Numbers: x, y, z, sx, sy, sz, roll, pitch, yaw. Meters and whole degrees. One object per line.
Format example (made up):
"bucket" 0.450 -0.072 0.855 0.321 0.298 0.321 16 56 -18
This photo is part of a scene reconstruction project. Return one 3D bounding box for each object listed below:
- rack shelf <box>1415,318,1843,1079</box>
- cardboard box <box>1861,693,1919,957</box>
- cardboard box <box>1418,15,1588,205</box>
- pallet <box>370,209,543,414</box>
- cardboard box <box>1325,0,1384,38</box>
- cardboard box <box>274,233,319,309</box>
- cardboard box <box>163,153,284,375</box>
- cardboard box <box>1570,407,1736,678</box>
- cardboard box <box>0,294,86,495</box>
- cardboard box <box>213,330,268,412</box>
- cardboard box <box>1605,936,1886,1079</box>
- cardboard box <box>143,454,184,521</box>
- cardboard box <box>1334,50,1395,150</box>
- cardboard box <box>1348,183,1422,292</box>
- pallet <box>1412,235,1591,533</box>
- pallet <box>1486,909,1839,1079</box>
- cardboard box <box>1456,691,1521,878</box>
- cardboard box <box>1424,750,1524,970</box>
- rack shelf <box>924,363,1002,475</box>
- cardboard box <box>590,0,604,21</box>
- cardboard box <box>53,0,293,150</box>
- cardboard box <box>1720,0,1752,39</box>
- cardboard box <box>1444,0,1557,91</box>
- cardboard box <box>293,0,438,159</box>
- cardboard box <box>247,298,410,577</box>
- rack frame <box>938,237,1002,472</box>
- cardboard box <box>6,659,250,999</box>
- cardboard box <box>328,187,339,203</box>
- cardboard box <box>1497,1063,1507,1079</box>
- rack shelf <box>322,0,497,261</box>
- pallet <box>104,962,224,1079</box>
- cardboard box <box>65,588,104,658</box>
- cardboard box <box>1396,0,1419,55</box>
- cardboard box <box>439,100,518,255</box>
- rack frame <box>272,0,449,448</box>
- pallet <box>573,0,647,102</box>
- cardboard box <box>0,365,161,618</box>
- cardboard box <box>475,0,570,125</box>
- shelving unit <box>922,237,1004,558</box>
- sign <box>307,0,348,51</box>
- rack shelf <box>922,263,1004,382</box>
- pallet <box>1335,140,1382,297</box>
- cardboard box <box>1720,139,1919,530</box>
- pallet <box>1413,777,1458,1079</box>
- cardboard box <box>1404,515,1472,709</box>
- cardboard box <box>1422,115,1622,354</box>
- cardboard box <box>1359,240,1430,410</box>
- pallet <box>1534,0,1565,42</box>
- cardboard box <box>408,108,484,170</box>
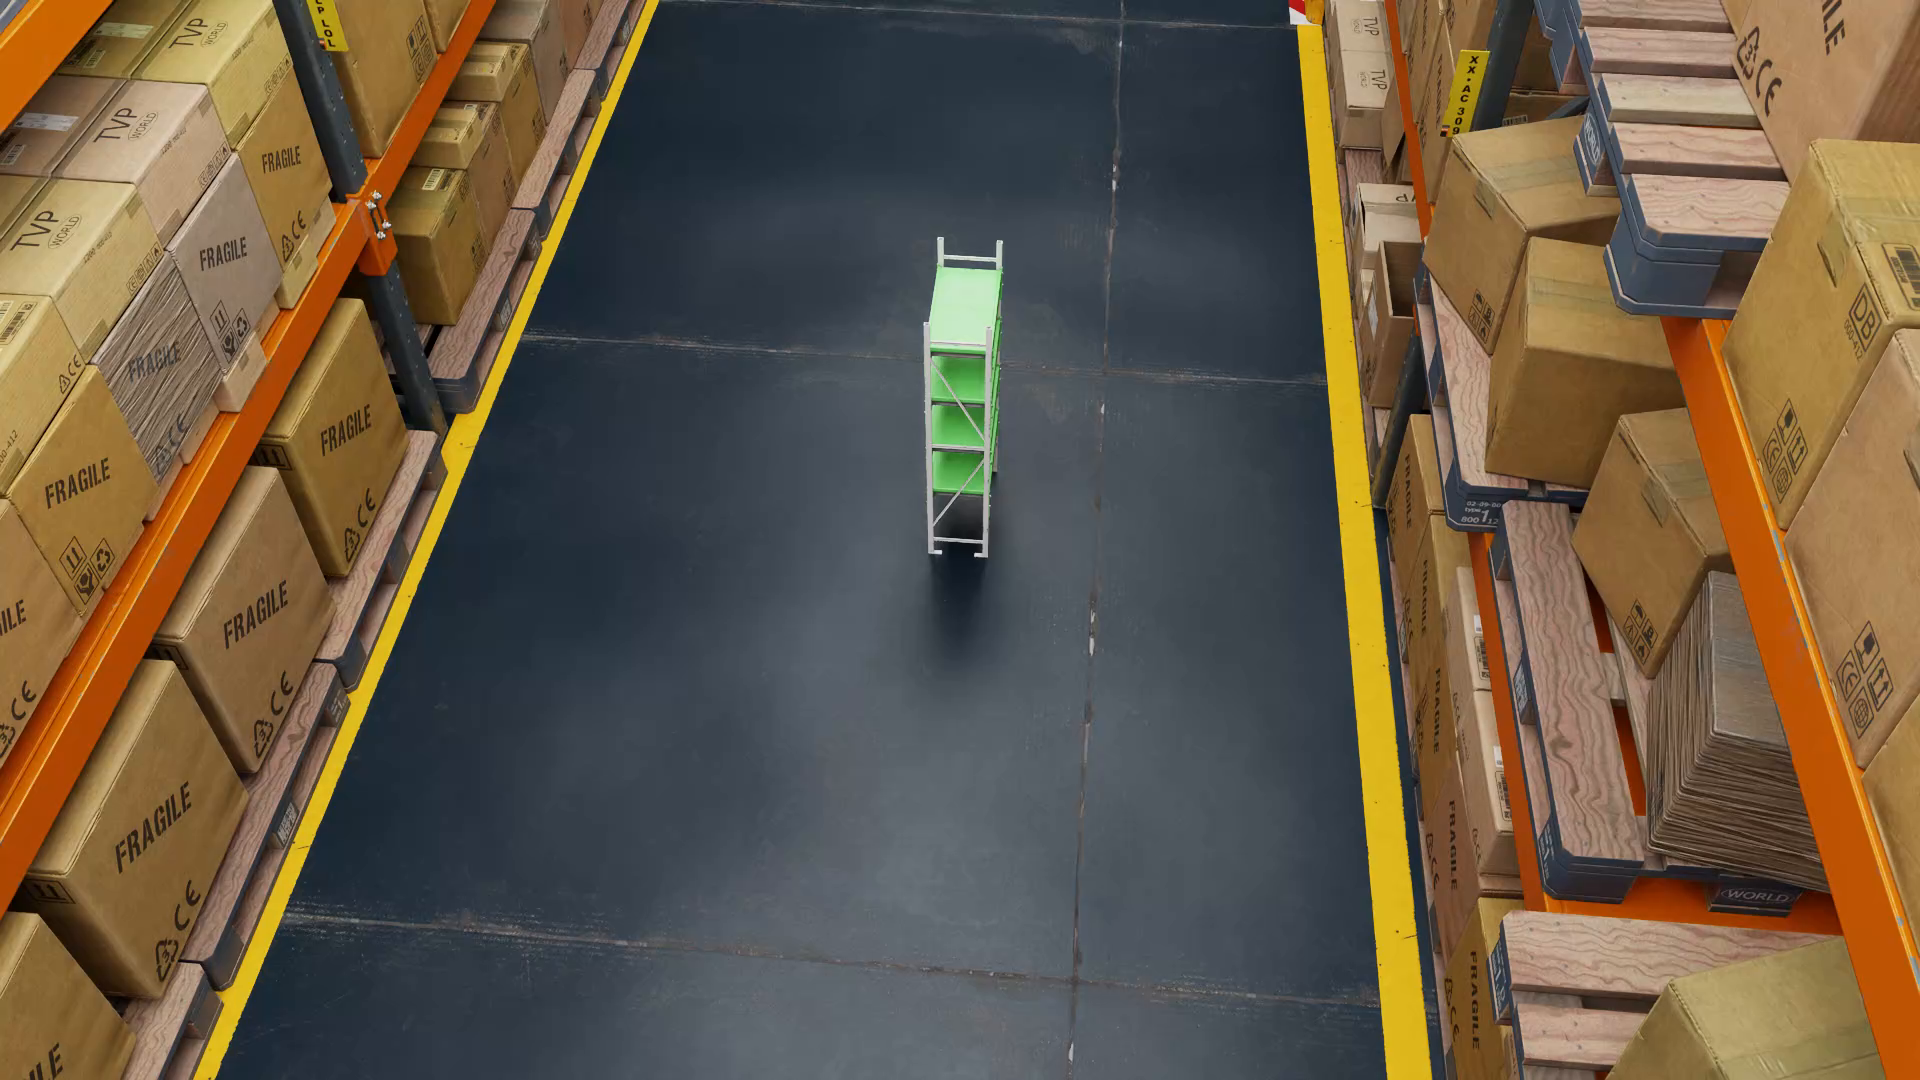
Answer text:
"rack shelf" 2.031 0.562 4.716 1.077 0.370 4.000 4 48 4
"cardboard box" 1.855 0.420 2.258 0.910 0.500 0.500 4 48 4
"cardboard box" 2.003 -1.568 6.110 0.500 0.500 0.500 5 48 4
"pallet" -2.573 -1.093 7.632 1.003 0.211 1.213 4 48 4
"cardboard box" 2.174 -2.813 8.938 0.380 0.166 0.250 4 48 4
"cardboard box" -2.469 -0.948 5.767 0.380 0.149 0.250 5 48 4
"cardboard box" -2.548 -0.890 5.274 0.500 0.500 0.500 4 48 4
"cardboard box" 2.113 -0.023 4.412 0.700 0.500 0.500 -7 48 -6
"cardboard box" -2.657 -0.390 4.308 0.500 0.250 0.500 3 48 3
"cardboard box" -2.503 -0.562 5.414 0.380 0.149 0.250 4 48 4
"cardboard box" 1.794 1.143 3.345 0.700 0.500 0.500 -11 48 -10
"cardboard box" -2.629 -0.204 5.087 0.380 0.149 0.250 3 48 2
"cardboard box" 2.154 -2.195 8.316 0.500 0.250 0.500 4 48 4
"cardboard box" 2.051 -1.380 7.529 0.500 0.311 0.500 4 48 4
"pallet" 2.031 -0.505 5.335 1.003 0.211 1.213 4 48 4
"pallet" 1.840 1.351 3.637 1.213 0.211 1.003 4 48 4
"cardboard box" 1.790 0.735 4.959 0.500 0.250 0.500 3 48 3
"cardboard box" 1.789 1.015 5.211 0.500 0.500 0.500 2 48 2
"rack shelf" 0.015 -0.483 6.492 0.258 0.148 0.480 4 48 4
"cardboard box" -2.320 -3.197 9.076 0.700 0.500 0.500 4 48 4
"cardboard box" -2.508 -1.514 5.337 0.500 0.250 0.500 5 48 4
"cardboard box" 2.055 -1.514 3.675 0.600 0.600 0.600 3 48 3
"cardboard box" 2.001 -1.910 5.745 0.500 0.500 0.500 4 48 4
"cardboard box" -2.655 -1.979 6.350 0.980 0.700 0.700 5 48 4
"cardboard box" -2.650 -0.410 6.291 0.750 0.750 0.750 4 48 4
"rack frame" 0.037 -0.706 6.608 0.240 1.200 0.015 4 48 4
"cardboard box" -2.801 0.868 5.122 0.750 0.750 0.750 4 48 3
"cardboard box" -2.761 -1.447 7.036 0.380 0.149 0.250 4 48 3
"cardboard box" 1.700 1.781 4.510 0.500 0.500 0.500 6 48 5
"rack shelf" -2.538 -2.707 7.707 1.077 0.370 4.000 4 48 4
"pallet" -2.938 1.826 4.963 1.003 0.211 1.213 4 48 4
"cardboard box" -2.695 0.183 4.733 0.380 0.149 0.250 4 48 4
"cardboard box" 2.093 -2.325 6.802 0.500 0.500 0.500 5 48 4
"cardboard box" -2.501 -1.690 7.698 0.700 0.500 0.500 3 48 3
"rack frame" -2.720 -1.480 6.097 1.000 3.000 0.127 4 48 4
"pallet" -2.351 -2.886 9.272 1.003 0.211 1.213 4 48 4
"cardboard box" -2.643 -0.154 4.601 0.500 0.500 0.500 5 48 5
"cardboard box" -2.411 -2.459 8.402 0.700 0.500 0.500 2 48 2
"shelving unit" 0.015 -0.527 6.444 0.258 1.200 0.503 4 48 4
"sign" -2.179 -1.815 5.672 0.100 0.325 0.005 4 48 4
"rack shelf" 0.015 -0.807 6.137 0.258 0.148 0.480 4 48 4
"pallet" 2.385 -1.612 8.108 1.003 0.211 1.213 4 48 4
"cardboard box" 1.949 -0.337 2.950 0.910 0.500 0.500 4 48 4
"pallet" 2.068 1.290 5.453 1.003 0.211 1.213 4 48 4
"cardboard box" 1.889 0.277 5.886 0.500 0.500 0.500 4 48 4
"cardboard box" 1.947 -0.992 5.299 0.700 0.500 0.500 -11 48 -10
"cardboard box" 1.982 -0.893 6.955 0.500 0.500 0.500 4 48 4
"pallet" 2.084 -1.624 4.324 1.213 0.211 1.003 4 48 4
"cardboard box" -2.337 -1.779 7.341 0.380 0.149 0.250 5 48 5
